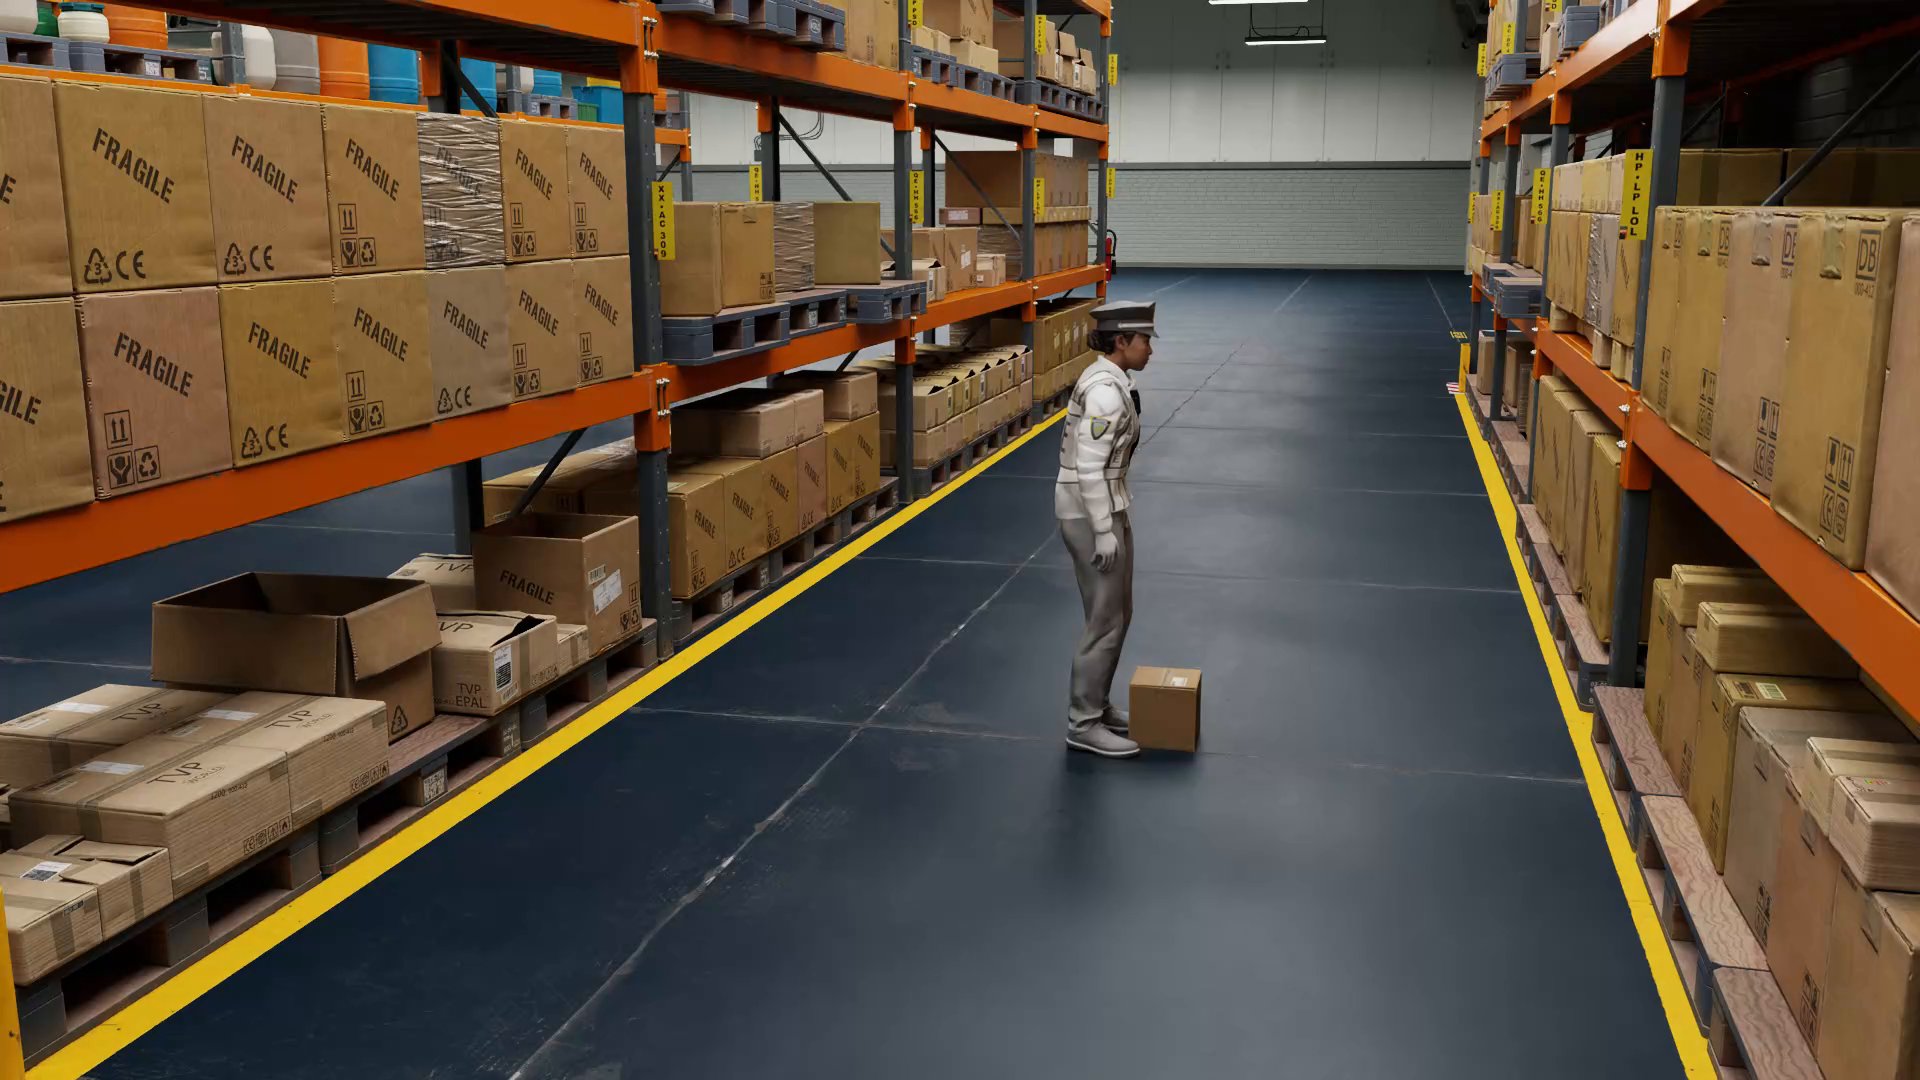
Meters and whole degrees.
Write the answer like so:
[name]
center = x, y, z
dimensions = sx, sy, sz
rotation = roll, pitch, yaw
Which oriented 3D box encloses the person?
[person]
center = 0.544, -0.061, 6.239
dimensions = 0.374, 1.662, 0.534
rotation = 2, 12, 11
